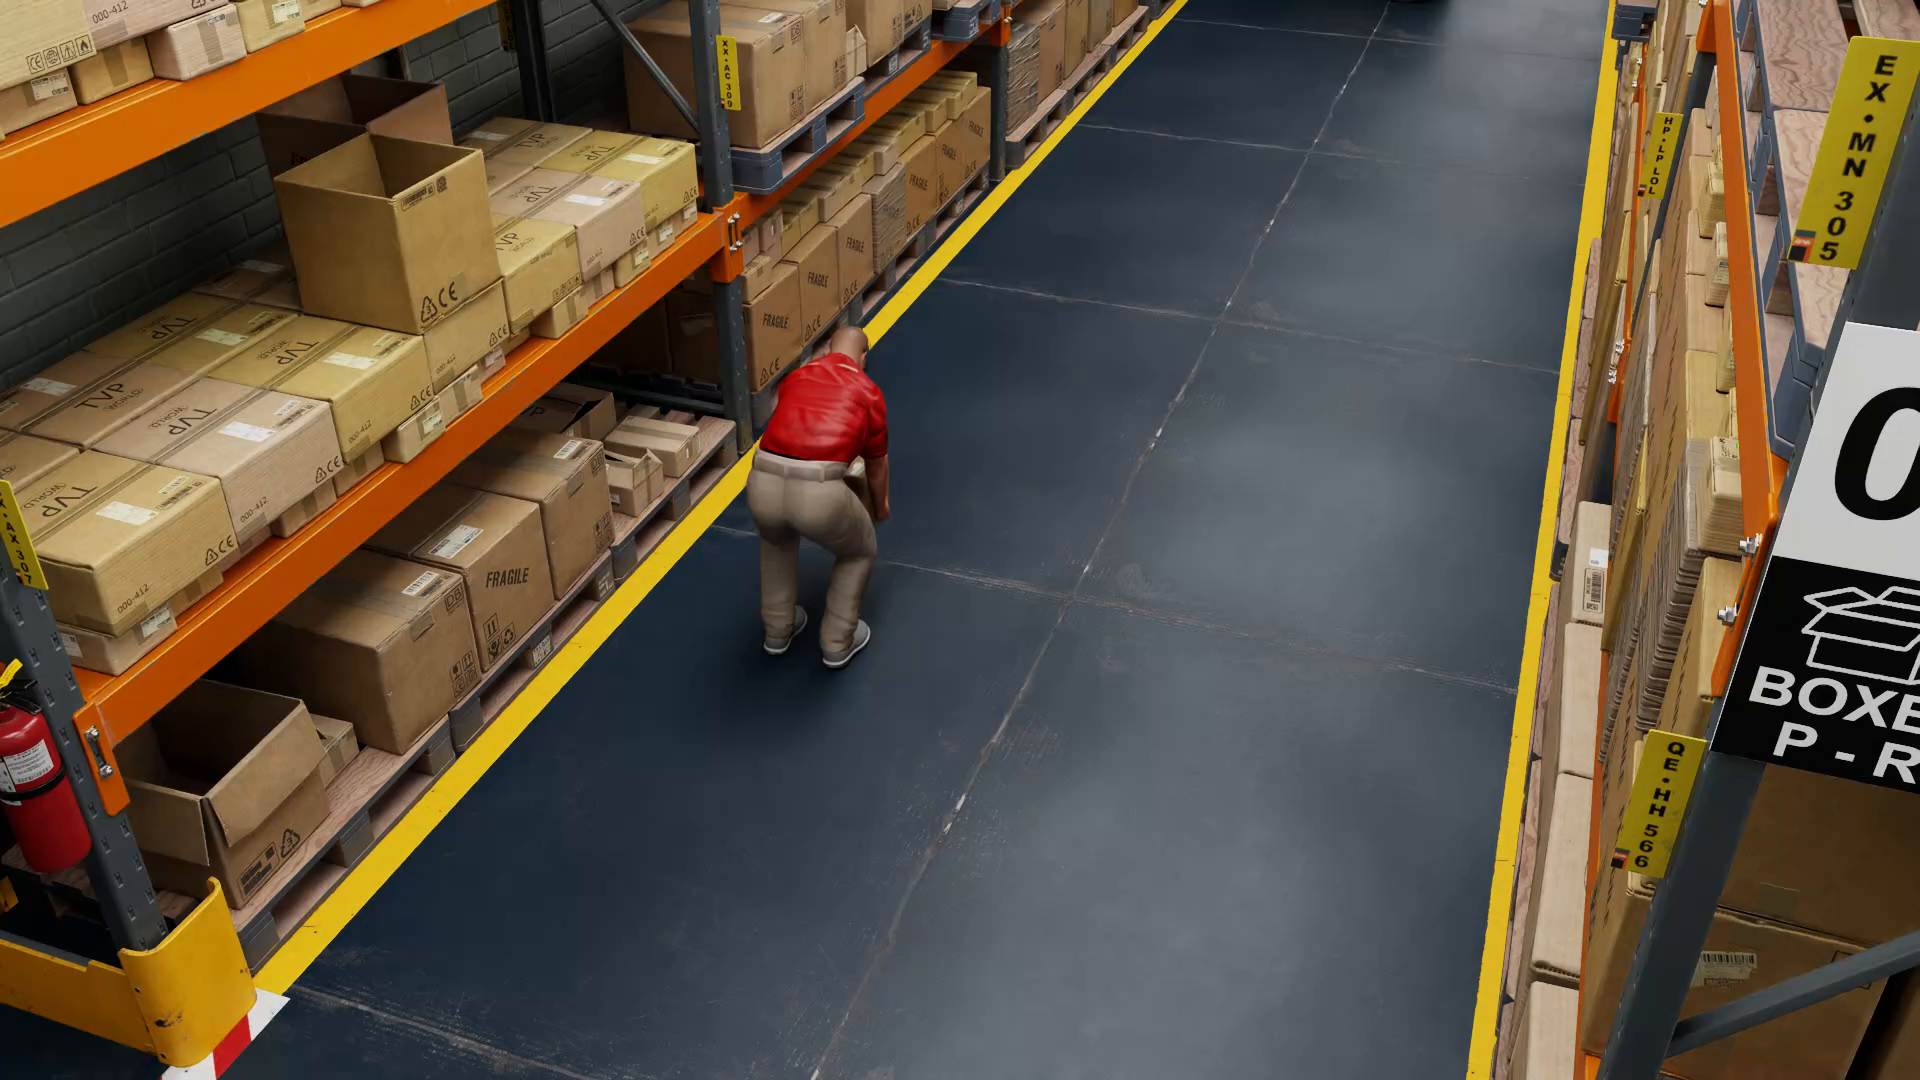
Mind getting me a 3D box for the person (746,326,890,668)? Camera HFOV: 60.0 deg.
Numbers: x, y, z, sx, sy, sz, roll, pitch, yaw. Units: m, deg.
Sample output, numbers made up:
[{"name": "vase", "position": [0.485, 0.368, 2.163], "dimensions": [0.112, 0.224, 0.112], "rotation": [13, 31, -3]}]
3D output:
[{"name": "person", "position": [-0.553, -0.172, 6.893], "dimensions": [0.508, 1.216, 0.922], "rotation": [10, 34, 15]}]
